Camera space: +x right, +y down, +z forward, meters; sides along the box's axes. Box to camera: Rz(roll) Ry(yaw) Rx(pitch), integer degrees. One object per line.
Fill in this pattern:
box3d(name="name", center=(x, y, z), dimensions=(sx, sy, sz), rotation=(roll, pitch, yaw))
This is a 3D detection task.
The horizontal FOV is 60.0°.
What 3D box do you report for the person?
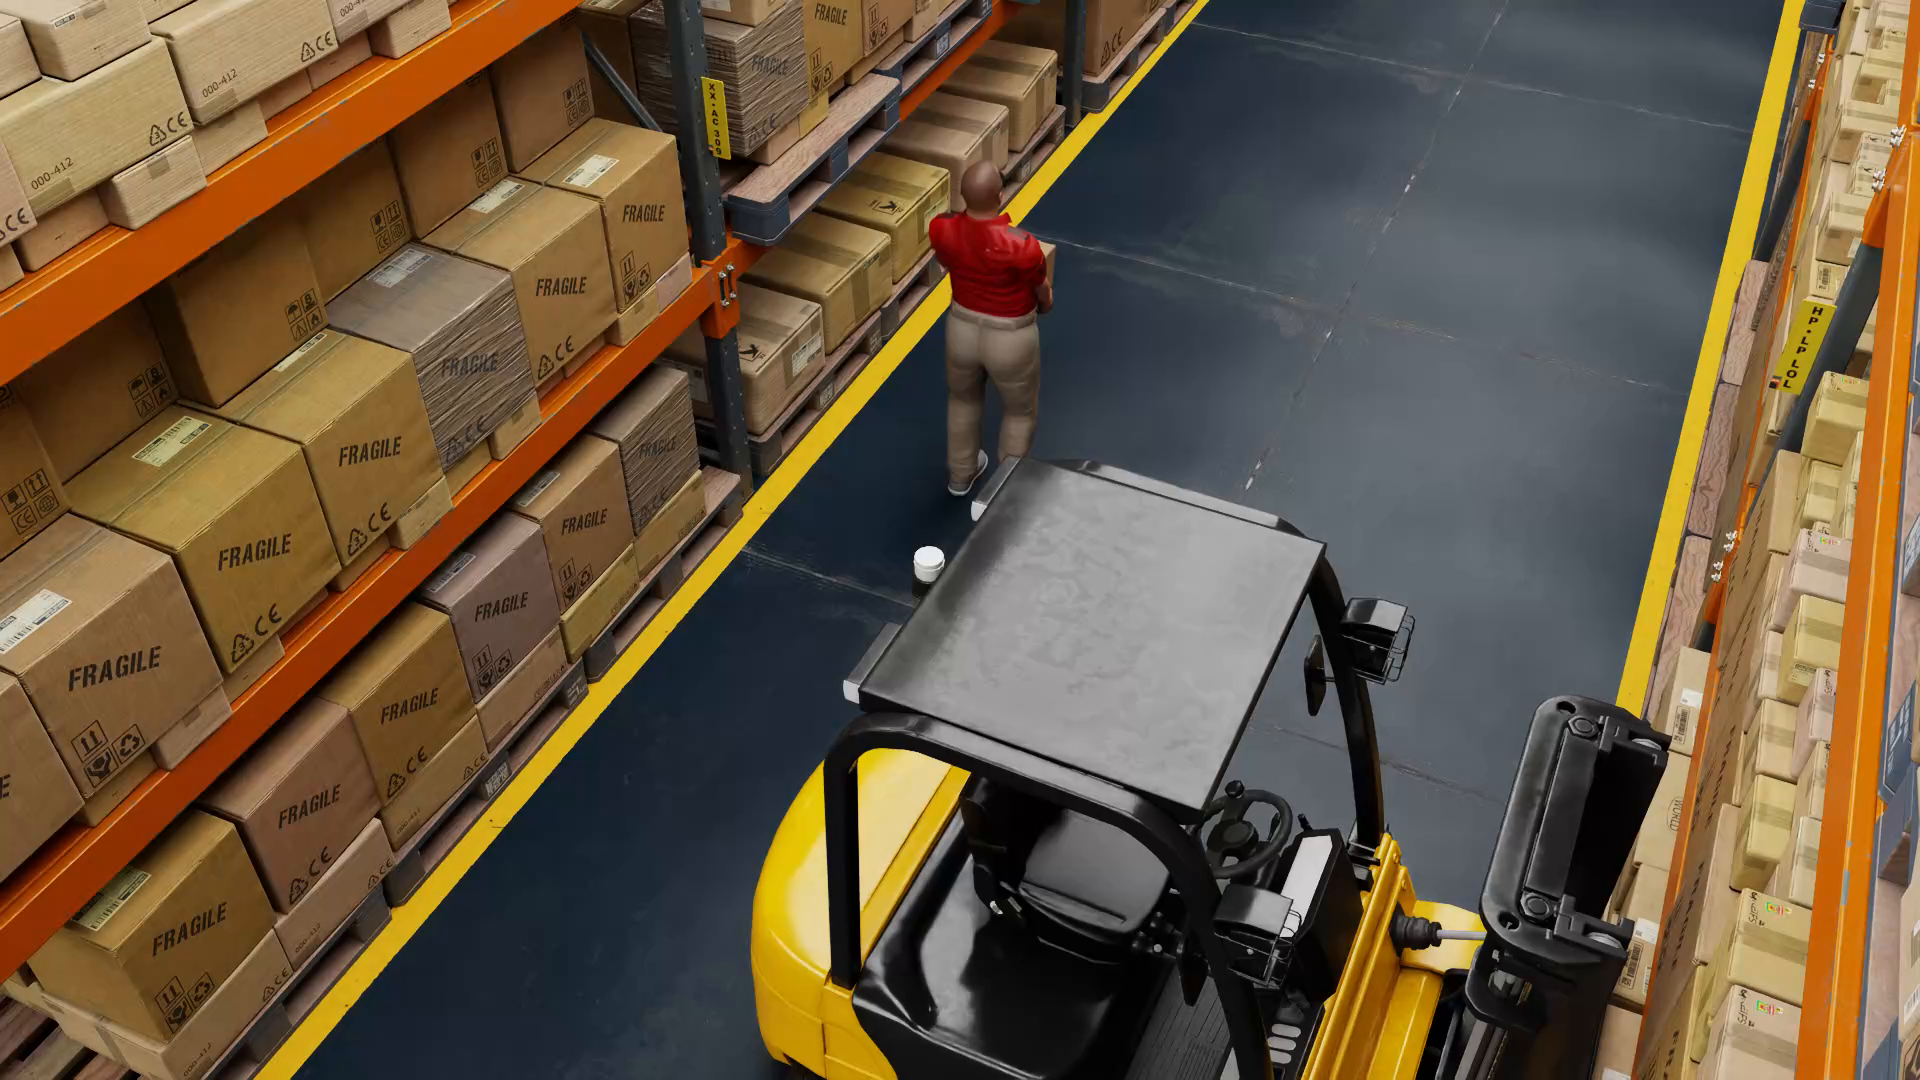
box3d(name="person", center=(0.159, -0.930, 7.222), dimensions=(0.495, 1.715, 0.530), rotation=(16, 44, 18))
